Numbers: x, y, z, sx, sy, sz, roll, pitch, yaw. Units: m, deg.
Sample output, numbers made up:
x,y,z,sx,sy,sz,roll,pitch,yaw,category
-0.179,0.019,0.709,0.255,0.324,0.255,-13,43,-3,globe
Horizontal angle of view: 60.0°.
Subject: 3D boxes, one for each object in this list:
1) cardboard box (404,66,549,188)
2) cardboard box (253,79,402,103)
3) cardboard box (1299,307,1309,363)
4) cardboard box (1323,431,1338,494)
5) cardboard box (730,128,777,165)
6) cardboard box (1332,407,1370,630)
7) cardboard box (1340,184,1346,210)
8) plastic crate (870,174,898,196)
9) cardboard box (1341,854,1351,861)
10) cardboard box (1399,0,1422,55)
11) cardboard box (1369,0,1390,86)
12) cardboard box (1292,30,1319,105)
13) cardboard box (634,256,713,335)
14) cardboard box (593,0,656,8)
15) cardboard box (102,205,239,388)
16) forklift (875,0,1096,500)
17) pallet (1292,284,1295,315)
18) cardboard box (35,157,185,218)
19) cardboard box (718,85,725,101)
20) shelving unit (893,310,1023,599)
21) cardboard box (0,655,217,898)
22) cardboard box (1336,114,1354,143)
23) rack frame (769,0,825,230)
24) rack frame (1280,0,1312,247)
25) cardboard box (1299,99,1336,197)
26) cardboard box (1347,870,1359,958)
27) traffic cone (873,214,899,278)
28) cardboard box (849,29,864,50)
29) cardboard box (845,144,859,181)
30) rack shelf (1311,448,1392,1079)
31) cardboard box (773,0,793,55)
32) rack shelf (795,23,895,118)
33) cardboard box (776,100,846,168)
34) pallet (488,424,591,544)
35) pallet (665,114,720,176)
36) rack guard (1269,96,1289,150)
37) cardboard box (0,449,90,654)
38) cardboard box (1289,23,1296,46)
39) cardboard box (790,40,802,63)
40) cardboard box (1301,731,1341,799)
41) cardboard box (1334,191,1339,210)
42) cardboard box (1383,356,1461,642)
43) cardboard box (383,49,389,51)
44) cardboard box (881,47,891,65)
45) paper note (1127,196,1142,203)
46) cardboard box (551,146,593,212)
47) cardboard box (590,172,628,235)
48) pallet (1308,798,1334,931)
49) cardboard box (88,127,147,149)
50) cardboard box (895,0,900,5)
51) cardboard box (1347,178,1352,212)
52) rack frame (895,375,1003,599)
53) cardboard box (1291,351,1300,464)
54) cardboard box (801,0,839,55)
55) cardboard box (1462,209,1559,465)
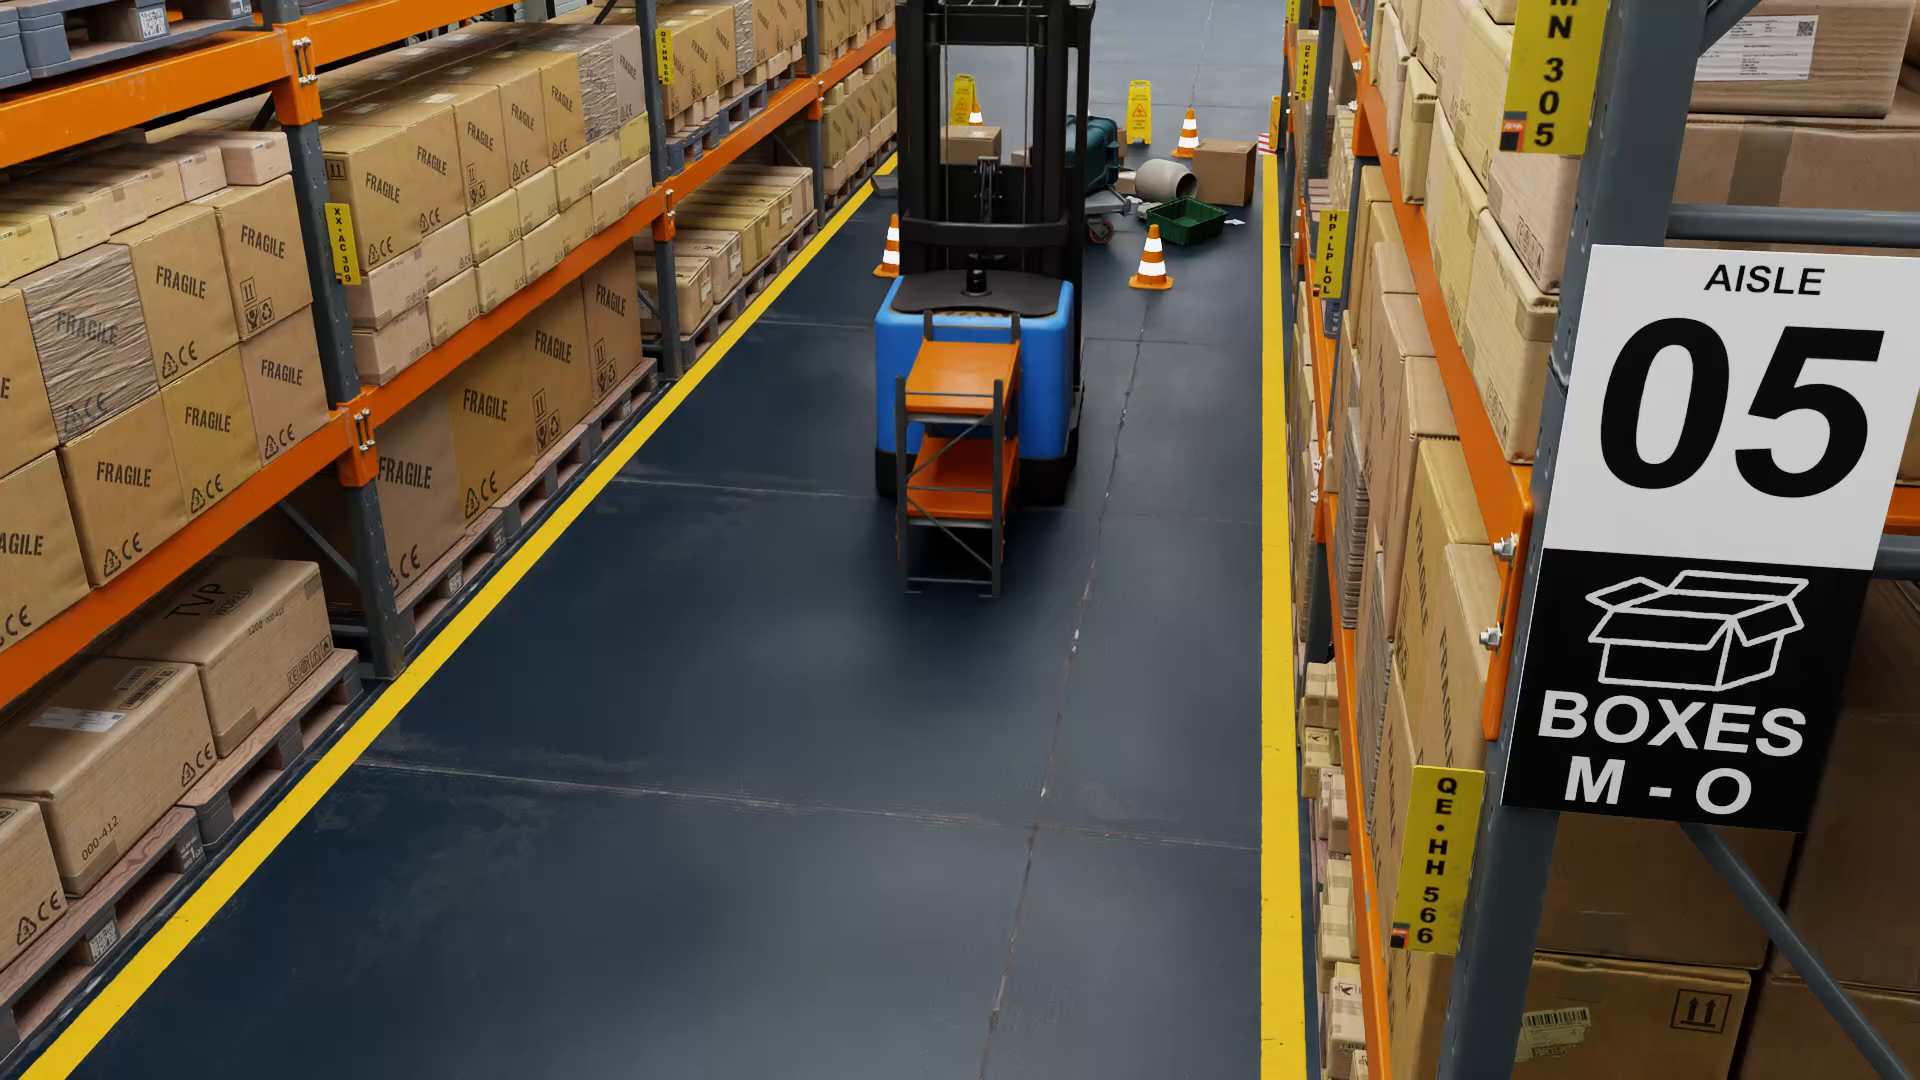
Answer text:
x,y,z,sx,sy,sz,roll,pitch,yaw,category
-2.425,-2.086,8.372,0.500,0.500,0.500,4,25,8,cardboard box
-2.994,-1.913,8.002,0.500,0.500,0.500,5,26,10,cardboard box
2.121,-1.070,9.065,0.500,0.250,0.500,4,25,8,cardboard box
1.532,-0.273,6.091,0.380,0.149,0.250,5,26,10,cardboard box
-1.859,-3.680,14.937,0.500,0.500,0.500,4,25,8,cardboard box
1.380,-0.057,4.865,0.500,0.500,0.500,3,25,7,cardboard box
2.069,-1.640,8.165,0.380,0.149,0.250,4,25,8,cardboard box
-0.626,-3.407,15.934,0.402,0.080,0.583,-5,25,-10,plastic crate
1.454,1.056,5.473,0.380,0.149,0.250,5,26,11,cardboard box
1.404,-1.397,4.246,0.500,0.250,0.500,4,25,9,cardboard box
1.565,-1.598,5.264,0.500,0.250,0.500,5,26,11,cardboard box
2.857,-3.672,12.940,0.500,0.500,0.500,4,25,9,cardboard box
-2.243,-1.692,11.431,0.950,0.372,0.625,2,25,5,cardboard box
-2.356,-3.824,11.652,0.380,0.149,0.250,3,25,6,cardboard box
-2.894,-0.853,5.737,0.500,0.500,0.500,4,25,8,cardboard box
0.211,-2.137,9.858,1.130,2.935,3.031,3,25,6,forklift
2.960,-1.726,12.188,1.003,0.211,1.213,4,25,9,pallet
-2.936,-1.218,5.751,0.380,0.149,0.250,4,25,9,cardboard box
-1.904,-3.224,11.899,0.380,0.149,0.250,5,26,11,cardboard box
0.005,-0.452,8.390,0.538,1.125,1.048,3,25,6,shelving unit
-3.353,0.817,5.994,0.875,0.438,0.875,3,25,7,cardboard box
2.247,-2.209,9.030,0.380,0.149,0.250,3,25,7,cardboard box
-1.691,-4.129,14.033,1.000,3.000,0.127,4,25,9,rack frame
3.209,-3.828,13.391,1.000,3.000,0.127,4,25,9,rack frame
2.364,-2.408,10.238,0.500,0.500,0.500,4,25,9,cardboard box
1.360,1.131,4.962,0.380,0.149,0.250,4,25,9,cardboard box
-0.513,-2.365,13.256,0.336,0.463,0.334,4,25,9,traffic cone
-1.105,-4.659,15.462,0.380,0.149,0.250,4,25,9,cardboard box
-1.252,-3.526,15.493,0.500,0.250,0.500,5,26,11,cardboard box
1.574,0.680,4.608,1.077,0.370,4.000,4,25,9,rack shelf
-1.620,-4.083,12.970,0.500,0.500,0.500,4,25,9,cardboard box
-1.365,-4.640,15.973,1.077,0.370,4.000,4,25,9,rack shelf
-1.329,-3.642,14.855,0.500,0.500,0.500,5,26,11,cardboard box
-2.750,-0.360,9.270,1.003,0.211,1.213,4,25,9,pallet
-2.334,-2.675,11.152,1.213,0.211,1.003,4,25,9,pallet
3.866,-4.379,17.516,1.175,0.500,0.348,4,25,9,rack guard
-3.069,0.028,5.034,0.500,0.500,0.500,5,26,10,cardboard box
3.563,-4.954,15.618,0.875,0.550,0.550,4,25,9,cardboard box
-1.503,-3.971,13.497,0.380,0.149,0.250,4,25,9,cardboard box
1.481,0.860,6.243,0.380,0.149,0.250,5,26,10,cardboard box
2.152,-1.721,8.689,0.380,0.149,0.250,5,26,11,cardboard box
1.236,-0.081,3.737,0.500,0.500,0.500,5,26,11,cardboard box
-5.780,-5.114,17.706,0.500,0.250,0.500,4,25,9,cardboard box
-0.905,-4.869,16.712,0.380,0.149,0.250,5,26,10,cardboard box
1.625,-3.175,15.506,0.172,0.023,0.155,13,28,26,paper note
-2.317,-1.964,8.995,0.500,0.250,0.500,3,25,7,cardboard box
-2.240,-1.944,9.542,0.500,0.250,0.500,4,25,9,cardboard box
1.826,1.064,6.229,1.003,0.211,1.213,4,25,9,pallet
-3.306,-1.461,6.271,0.380,0.149,0.250,4,25,8,cardboard box
-0.855,-5.736,16.997,0.500,0.500,0.500,4,25,8,cardboard box
1.988,-1.555,7.633,0.380,0.149,0.250,3,25,6,cardboard box
-0.050,-0.238,7.932,0.500,1.125,0.032,3,25,6,rack frame
2.109,-0.725,9.214,0.500,0.500,0.500,4,25,9,cardboard box
-1.344,-4.474,14.301,0.500,0.500,0.500,4,25,8,cardboard box
1.061,-0.309,2.510,0.500,0.250,0.500,3,25,7,cardboard box
